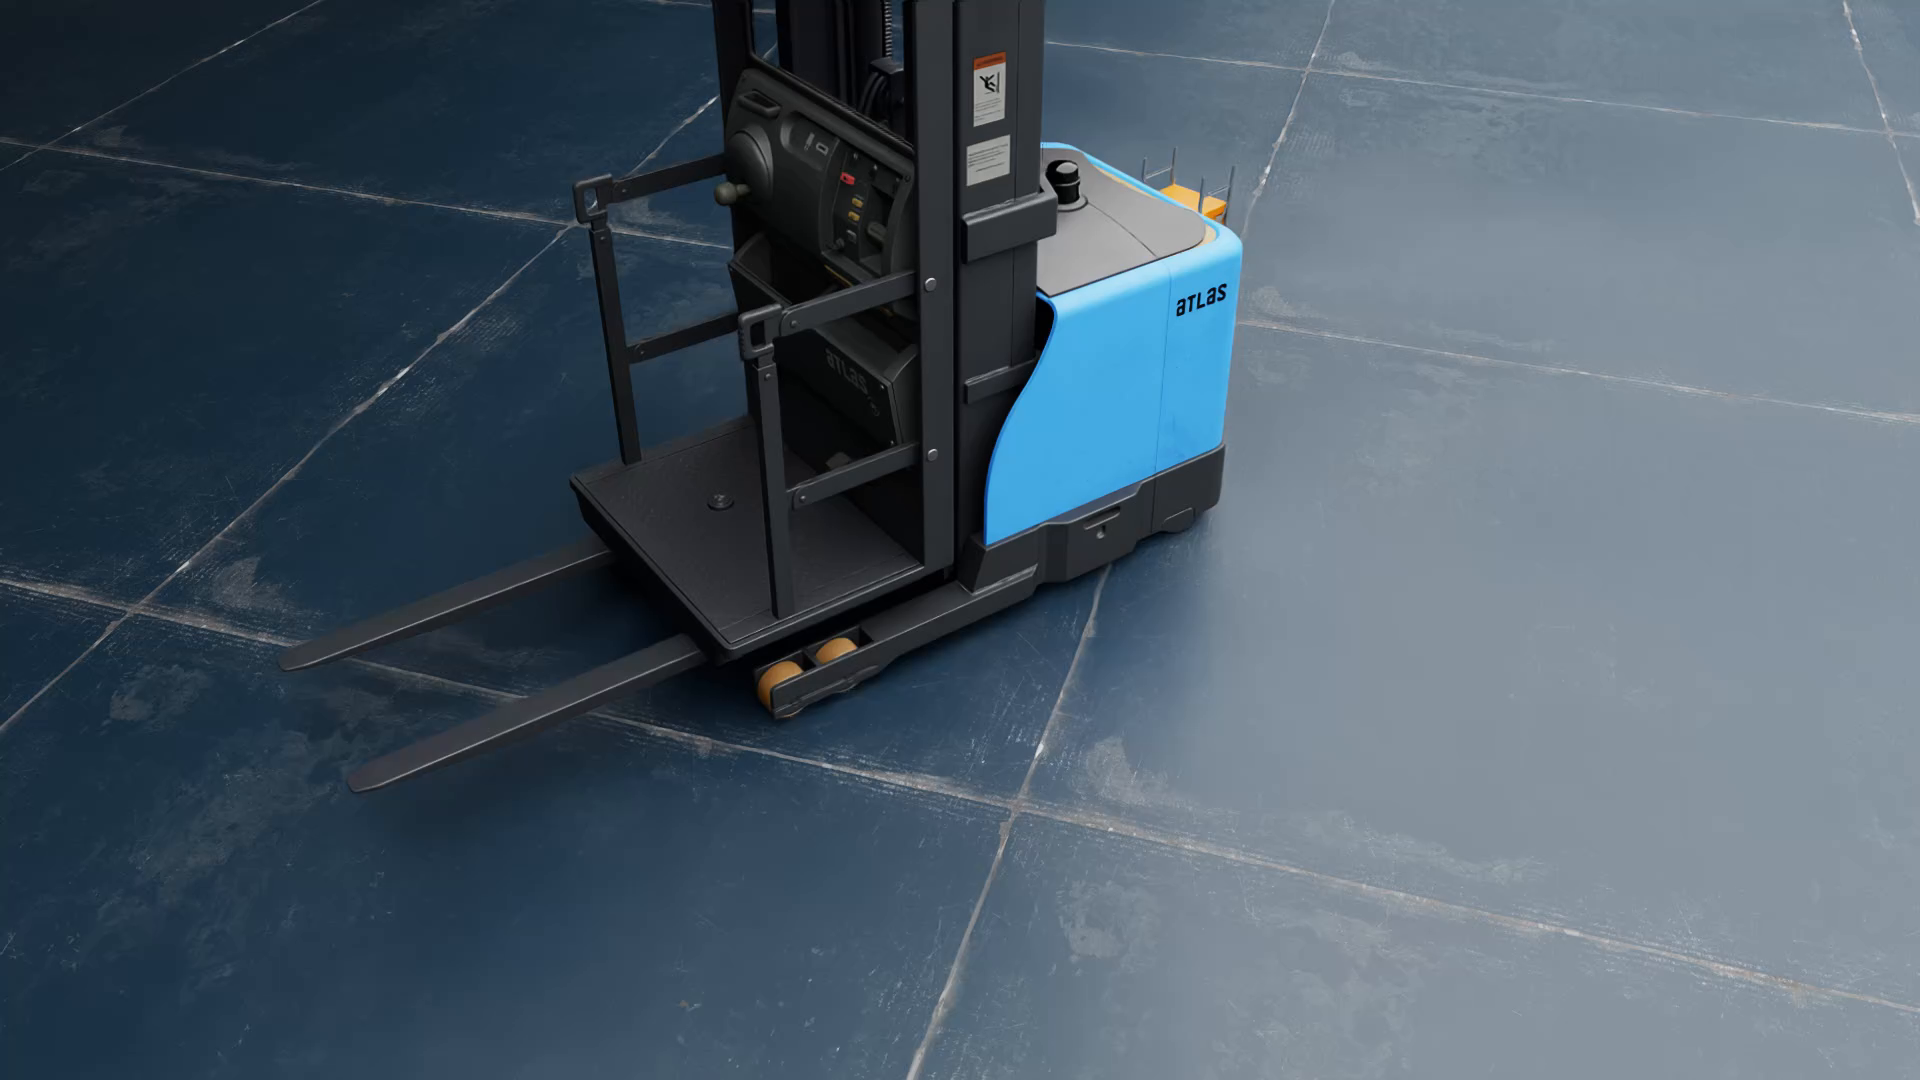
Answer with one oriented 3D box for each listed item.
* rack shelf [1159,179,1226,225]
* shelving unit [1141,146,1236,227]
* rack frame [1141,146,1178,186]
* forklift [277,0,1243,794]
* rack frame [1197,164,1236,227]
[{"bbox_3d":[0.780,-1.096,5.880,0.240,0.259,0.215,28,40,32],"label":"rack shelf"},{"bbox_3d":[0.765,-0.866,6.028,0.252,1.050,0.215,28,40,32],"label":"shelving unit"},{"bbox_3d":[0.674,-0.914,6.092,0.008,1.050,0.200,28,40,32],"label":"rack frame"},{"bbox_3d":[-0.583,-1.003,4.640,3.031,2.935,1.130,-23,42,-28],"label":"forklift"},{"bbox_3d":[0.857,-0.819,5.963,0.008,1.050,0.200,28,40,32],"label":"rack frame"}]
